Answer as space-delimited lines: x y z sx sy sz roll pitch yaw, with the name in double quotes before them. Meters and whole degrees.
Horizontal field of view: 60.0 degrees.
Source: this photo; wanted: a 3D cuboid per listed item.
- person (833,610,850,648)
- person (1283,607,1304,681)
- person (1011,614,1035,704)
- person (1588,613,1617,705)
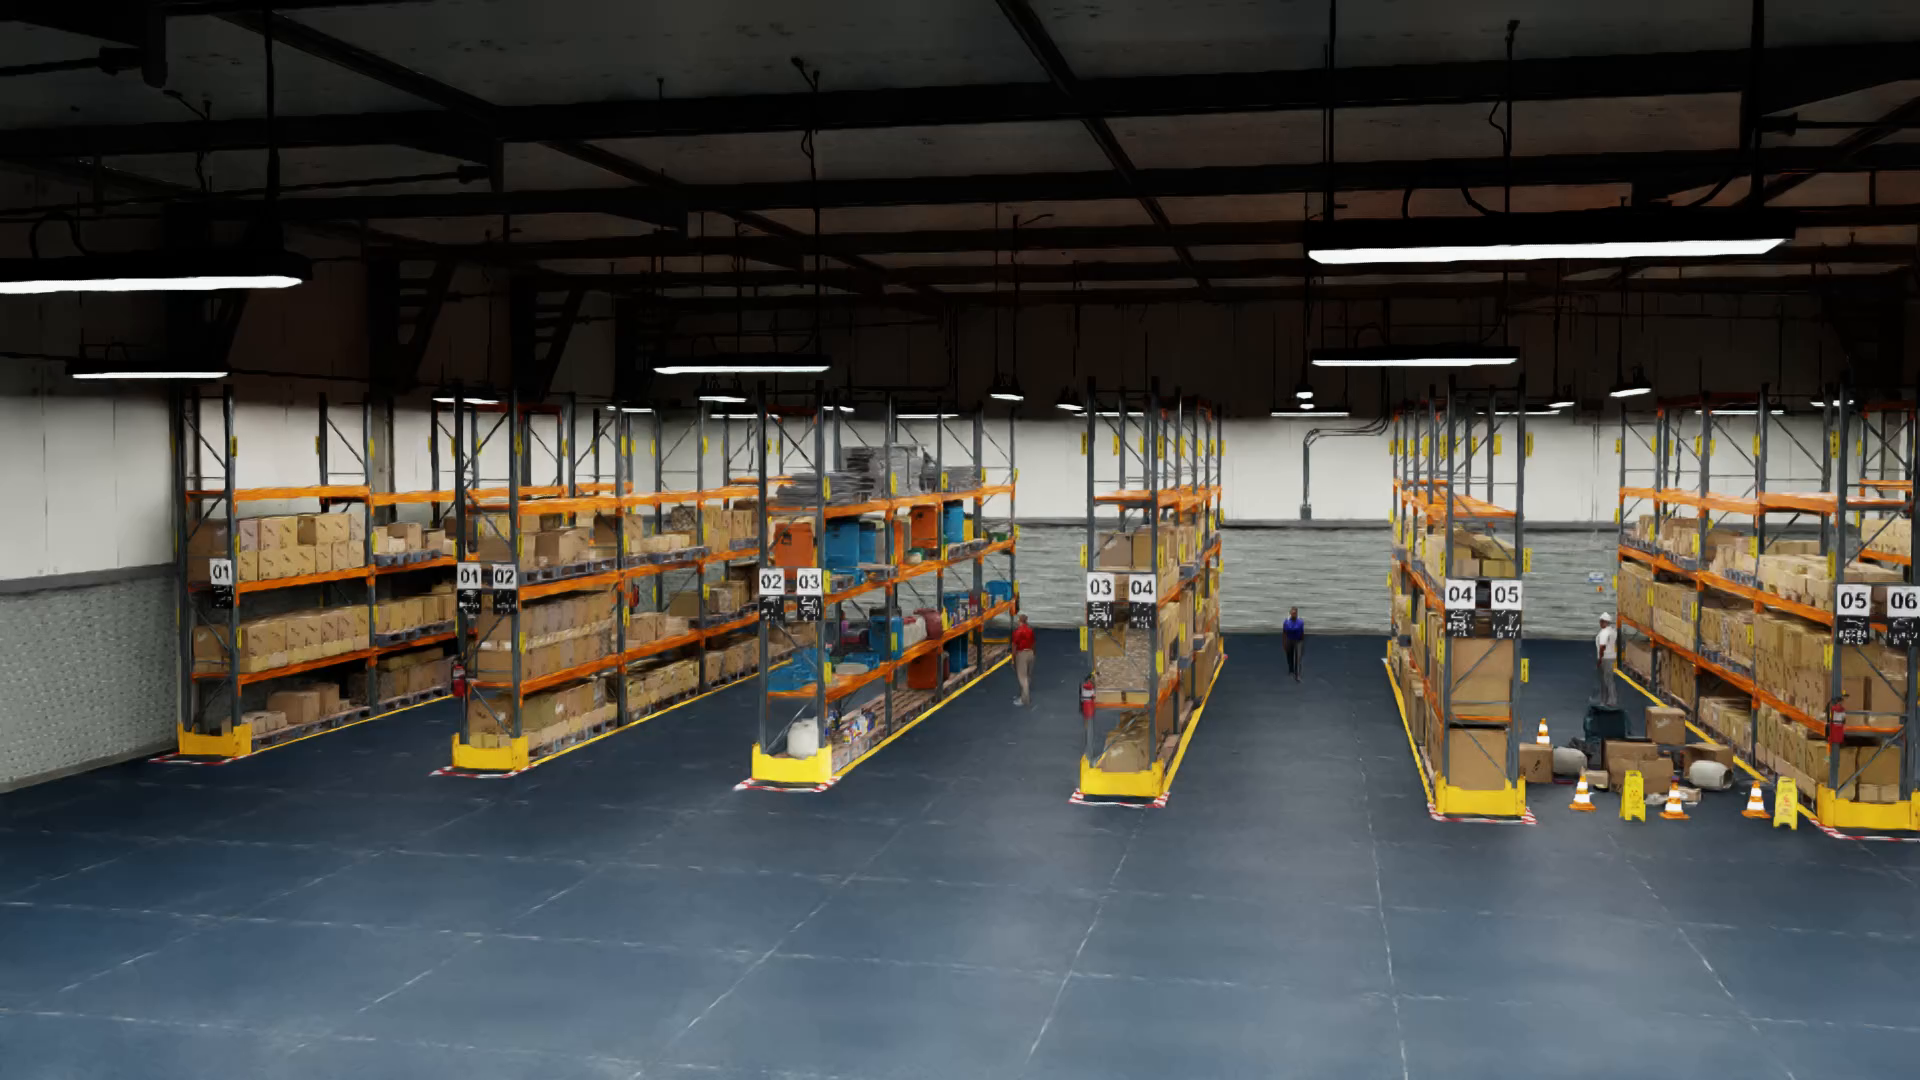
"person" -2.476 2.247 34.759 0.532 1.588 0.535 2 4 36
"person" 7.143 2.205 35.619 0.447 1.574 1.088 1 3 15
"person" 1.203 2.313 32.453 0.574 1.717 0.646 3 4 42
"person" 12.509 2.297 32.310 0.591 1.763 0.685 2 4 33
